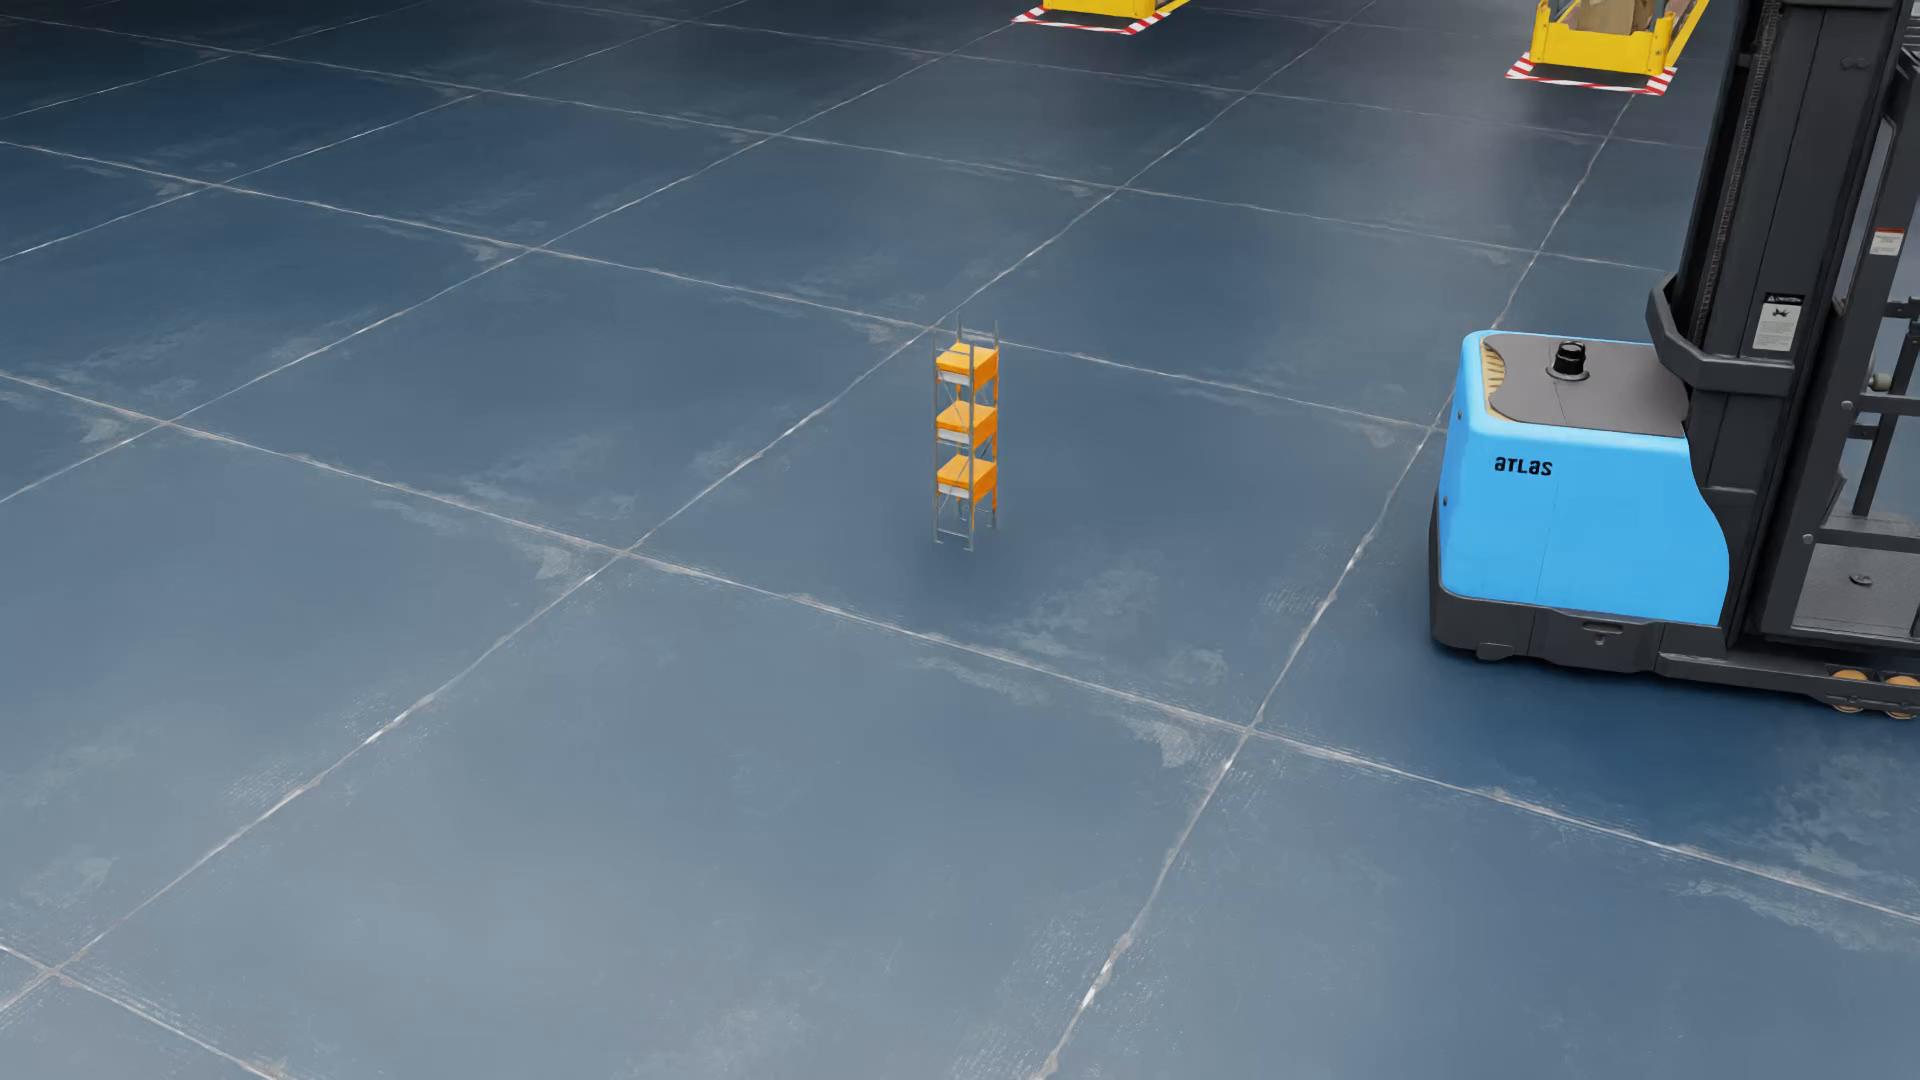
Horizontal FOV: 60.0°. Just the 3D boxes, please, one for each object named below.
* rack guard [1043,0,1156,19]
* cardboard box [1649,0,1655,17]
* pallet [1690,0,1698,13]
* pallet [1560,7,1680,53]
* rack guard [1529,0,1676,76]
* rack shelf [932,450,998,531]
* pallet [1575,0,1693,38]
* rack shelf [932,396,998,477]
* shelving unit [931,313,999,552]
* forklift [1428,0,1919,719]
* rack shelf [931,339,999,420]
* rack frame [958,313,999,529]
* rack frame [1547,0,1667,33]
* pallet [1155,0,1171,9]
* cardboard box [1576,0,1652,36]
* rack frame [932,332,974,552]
[{"bbox_3d":[1.449,-5.762,17.283,1.175,0.500,0.348,14,33,23],"label":"rack guard"},{"bbox_3d":[6.407,-5.322,16.095,0.500,0.500,0.500,24,38,36],"label":"cardboard box"},{"bbox_3d":[7.413,-5.937,17.876,1.003,0.211,1.213,14,33,23],"label":"pallet"},{"bbox_3d":[6.302,-4.855,15.993,1.003,0.211,1.213,14,33,23],"label":"pallet"},{"bbox_3d":[5.900,-4.628,15.307,1.175,0.500,0.348,14,33,23],"label":"rack guard"},{"bbox_3d":[0.024,-0.229,7.674,0.215,0.259,0.240,14,33,23],"label":"rack shelf"},{"bbox_3d":[6.859,-5.394,16.931,1.003,0.211,1.213,14,33,23],"label":"pallet"},{"bbox_3d":[0.024,-0.470,7.535,0.215,0.259,0.240,14,33,23],"label":"rack shelf"},{"bbox_3d":[0.024,-0.479,7.530,0.215,1.050,0.252,14,33,23],"label":"shelving unit"},{"bbox_3d":[3.535,-0.860,6.304,3.031,2.935,1.130,7,31,11],"label":"forklift"},{"bbox_3d":[0.024,-0.716,7.394,0.215,0.259,0.240,14,33,23],"label":"rack shelf"},{"bbox_3d":[0.080,-0.533,7.624,0.200,1.050,0.008,14,33,23],"label":"rack frame"},{"bbox_3d":[5.866,-5.678,14.626,1.000,3.000,0.127,14,33,23],"label":"rack frame"},{"bbox_3d":[1.824,-5.996,17.980,1.003,0.211,1.213,14,33,23],"label":"pallet"},{"bbox_3d":[6.165,-5.050,15.620,0.500,0.500,0.500,21,36,32],"label":"cardboard box"},{"bbox_3d":[-0.031,-0.425,7.436,0.200,1.050,0.008,14,33,23],"label":"rack frame"}]
